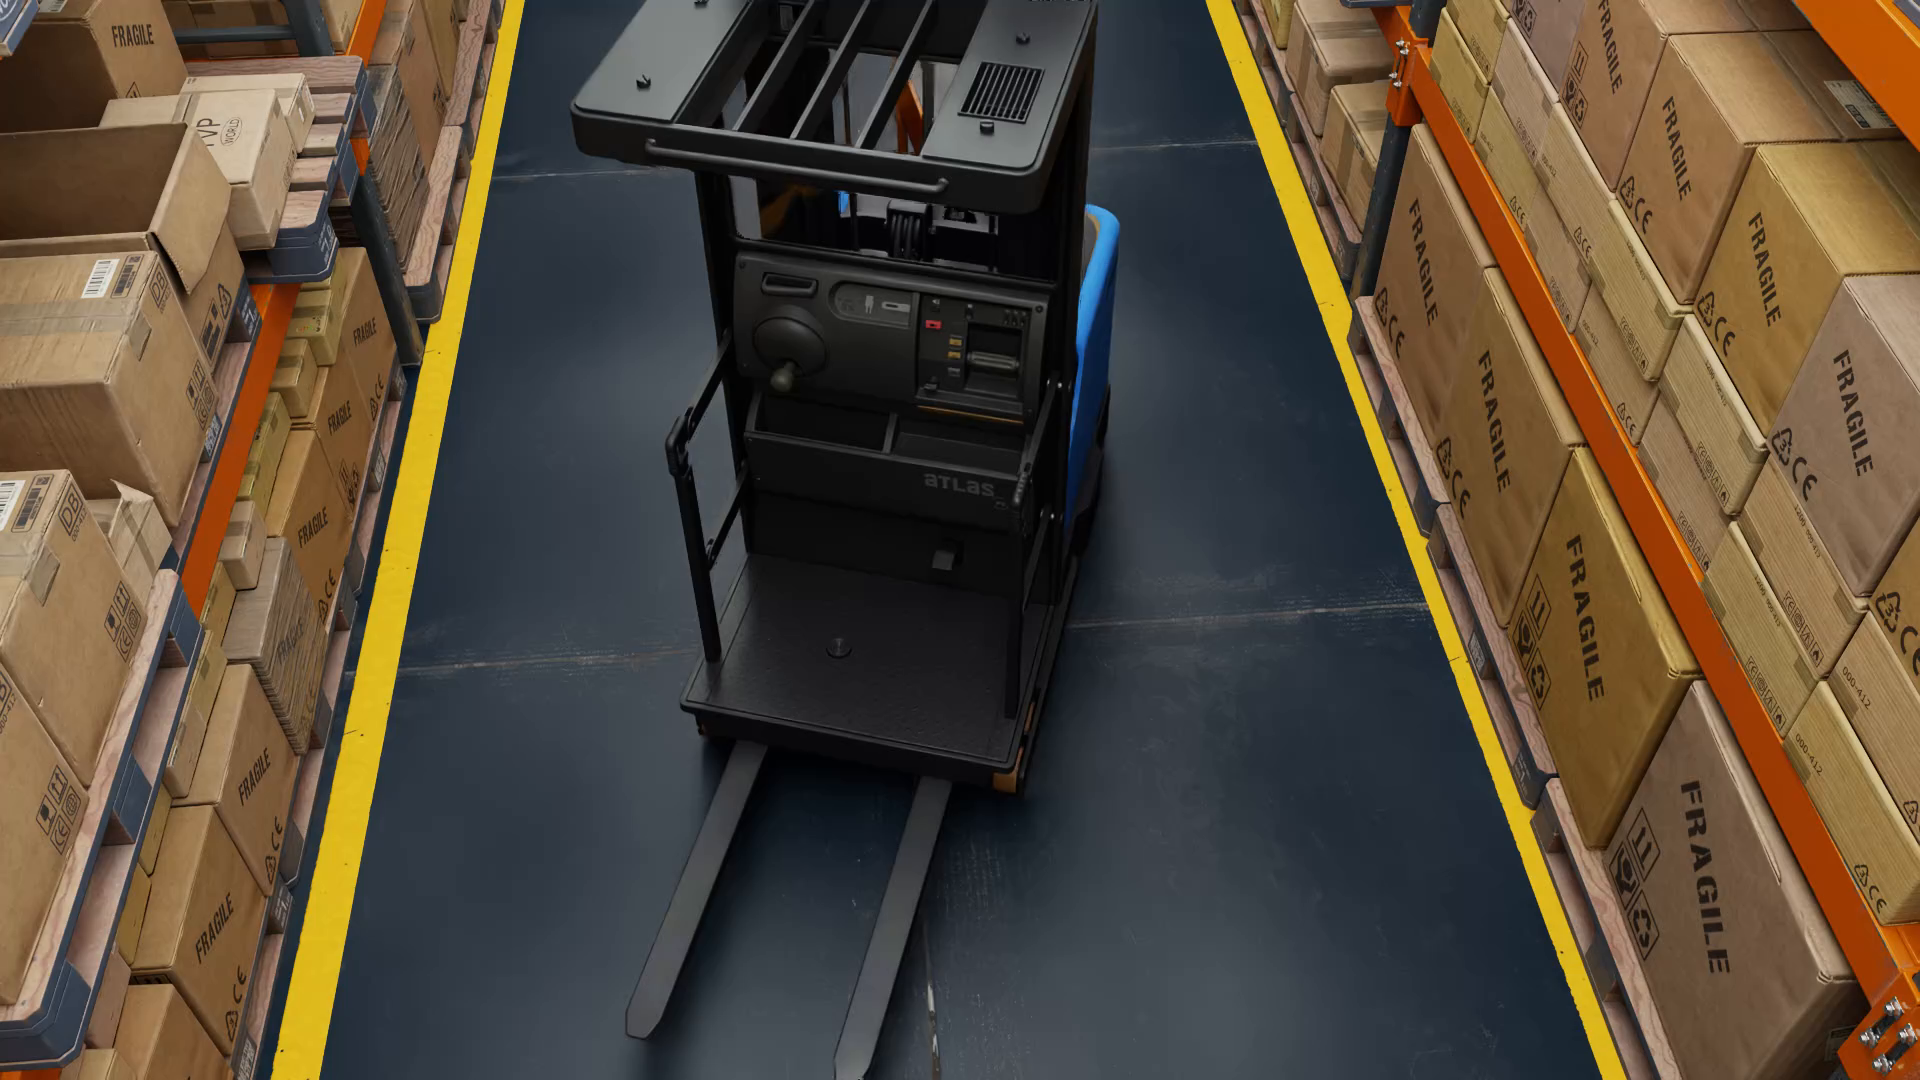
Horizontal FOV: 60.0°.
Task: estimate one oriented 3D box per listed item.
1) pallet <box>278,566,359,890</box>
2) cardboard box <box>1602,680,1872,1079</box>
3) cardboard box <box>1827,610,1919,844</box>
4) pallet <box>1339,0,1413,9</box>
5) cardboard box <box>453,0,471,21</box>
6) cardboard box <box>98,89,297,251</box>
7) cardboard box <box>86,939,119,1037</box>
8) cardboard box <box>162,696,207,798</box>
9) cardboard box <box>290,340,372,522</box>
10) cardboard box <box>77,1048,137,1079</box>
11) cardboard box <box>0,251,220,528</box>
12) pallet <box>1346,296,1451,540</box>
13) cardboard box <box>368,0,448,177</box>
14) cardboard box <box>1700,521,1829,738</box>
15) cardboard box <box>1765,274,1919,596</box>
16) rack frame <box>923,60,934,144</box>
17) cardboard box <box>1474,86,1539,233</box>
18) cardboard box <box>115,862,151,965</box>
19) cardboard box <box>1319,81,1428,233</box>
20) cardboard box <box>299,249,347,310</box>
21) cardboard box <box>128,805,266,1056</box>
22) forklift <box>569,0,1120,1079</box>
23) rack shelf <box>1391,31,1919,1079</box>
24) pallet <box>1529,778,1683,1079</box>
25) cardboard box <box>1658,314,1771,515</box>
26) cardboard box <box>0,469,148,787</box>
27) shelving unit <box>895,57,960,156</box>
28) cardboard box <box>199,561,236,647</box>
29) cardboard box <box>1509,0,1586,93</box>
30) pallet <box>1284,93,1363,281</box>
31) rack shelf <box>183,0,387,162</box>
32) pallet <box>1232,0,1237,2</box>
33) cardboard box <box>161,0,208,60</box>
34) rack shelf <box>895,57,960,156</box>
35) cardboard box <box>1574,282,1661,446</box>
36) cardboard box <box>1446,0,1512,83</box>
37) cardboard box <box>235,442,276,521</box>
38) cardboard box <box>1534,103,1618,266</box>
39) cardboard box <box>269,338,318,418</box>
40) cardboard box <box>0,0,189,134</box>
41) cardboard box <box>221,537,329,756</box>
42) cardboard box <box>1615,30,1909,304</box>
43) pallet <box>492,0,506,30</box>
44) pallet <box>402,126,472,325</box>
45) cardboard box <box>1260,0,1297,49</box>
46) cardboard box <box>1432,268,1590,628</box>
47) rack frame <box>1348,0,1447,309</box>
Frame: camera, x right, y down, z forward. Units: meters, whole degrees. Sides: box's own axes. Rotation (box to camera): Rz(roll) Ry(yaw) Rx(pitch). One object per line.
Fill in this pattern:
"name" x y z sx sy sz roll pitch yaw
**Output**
"pallet" -2.626 0.617 5.521 1.003 0.211 1.213 -3 47 -3
"cardboard box" 2.399 0.967 4.442 0.875 0.875 0.875 -2 47 -2
"cardboard box" 2.251 0.400 3.564 0.500 0.250 0.500 -4 47 -3
"pallet" 2.030 -2.513 6.696 1.213 0.211 1.003 -3 47 -3
"cardboard box" -2.973 -3.048 8.417 0.875 0.625 0.625 -4 47 -4
"cardboard box" -2.339 -1.114 5.054 0.500 0.250 0.500 -5 47 -5
"cardboard box" -2.250 1.058 3.963 0.380 0.149 0.250 -6 47 -5
"cardboard box" -2.334 0.584 4.617 0.380 0.149 0.250 -4 47 -3
"cardboard box" -2.469 -0.394 5.990 0.500 0.500 0.500 -4 47 -4
"cardboard box" -2.180 1.345 3.896 0.380 0.149 0.250 -1 47 -1
"cardboard box" -2.342 -0.356 4.163 0.700 0.500 0.500 -4 47 -3
"pallet" 2.187 -0.536 6.612 1.003 0.211 1.213 -3 47 -3
"cardboard box" -2.851 -2.017 7.441 0.875 0.625 0.625 -2 47 -2
"cardboard box" 2.200 0.198 4.100 0.500 0.250 0.500 -4 47 -4
"cardboard box" 2.192 -0.236 3.650 0.500 0.500 0.500 -3 47 -3
"rack frame" 0.066 -1.369 6.100 0.400 2.100 0.015 -9 47 -9
"cardboard box" 2.047 -1.278 5.498 0.500 0.250 0.500 -5 47 -4
"cardboard box" -2.313 0.965 4.256 0.380 0.149 0.250 -6 47 -5
"cardboard box" 2.158 -1.720 7.333 0.950 0.372 0.625 -6 47 -6
"cardboard box" -2.456 -0.931 6.052 0.380 0.149 0.250 -6 47 -5
"cardboard box" -2.286 1.096 4.579 0.500 0.500 0.500 -4 47 -4
"forklift" -0.257 -0.488 4.693 1.130 2.935 3.031 10 47 9
"rack shelf" 2.363 -0.375 5.035 1.077 0.370 4.000 -3 47 -3
"pallet" 2.391 1.230 4.940 1.003 0.211 1.213 -3 47 -3
"cardboard box" 2.153 -0.336 4.261 0.500 0.250 0.500 -2 47 -2
"cardboard box" -2.276 0.212 3.625 0.700 0.500 0.500 -3 47 -3
"shelving unit" 0.012 -1.542 6.263 0.431 2.100 0.503 -9 47 -9
"cardboard box" -2.404 0.211 4.970 0.380 0.149 0.250 -3 47 -3
"cardboard box" 2.045 -1.718 5.053 0.500 0.500 0.500 -3 47 -3
"pallet" 2.132 -1.676 7.692 1.003 0.211 1.213 -3 47 -3
"rack shelf" -2.918 -2.965 7.487 1.077 0.370 4.000 -3 47 -3
"pallet" 1.928 -3.442 9.364 1.003 0.211 1.213 -3 47 -3
"cardboard box" -3.043 -2.023 6.204 0.500 0.250 0.500 -4 47 -4
"rack shelf" 0.012 -1.533 6.273 0.431 0.518 0.480 -9 47 -9
"cardboard box" 2.129 -0.541 4.800 0.500 0.250 0.500 -3 47 -3
"cardboard box" 1.992 -1.808 5.656 0.500 0.250 0.500 -4 47 -4
"cardboard box" -2.426 -0.168 5.329 0.380 0.149 0.250 -4 47 -4
"cardboard box" 2.064 -1.073 4.959 0.500 0.250 0.500 -4 47 -3
"cardboard box" -2.425 -0.542 5.683 0.380 0.149 0.250 -5 47 -5
"cardboard box" -2.863 -1.562 5.305 0.500 0.500 0.500 -2 47 -1
"cardboard box" -2.361 0.359 5.277 0.500 0.500 0.500 -5 47 -5
"cardboard box" 2.111 -0.977 4.352 0.500 0.500 0.500 -3 47 -3
"pallet" -2.985 -3.170 9.107 1.003 0.211 1.213 -3 47 -3
"pallet" -2.780 -1.404 7.435 1.003 0.211 1.213 -3 47 -3
"cardboard box" 2.031 -2.802 8.359 0.950 0.372 0.625 -2 47 -2
"cardboard box" 2.241 -0.333 5.674 0.875 0.875 0.875 -3 47 -3
"rack frame" 2.196 -2.070 6.144 1.000 3.000 0.127 -3 47 -3
